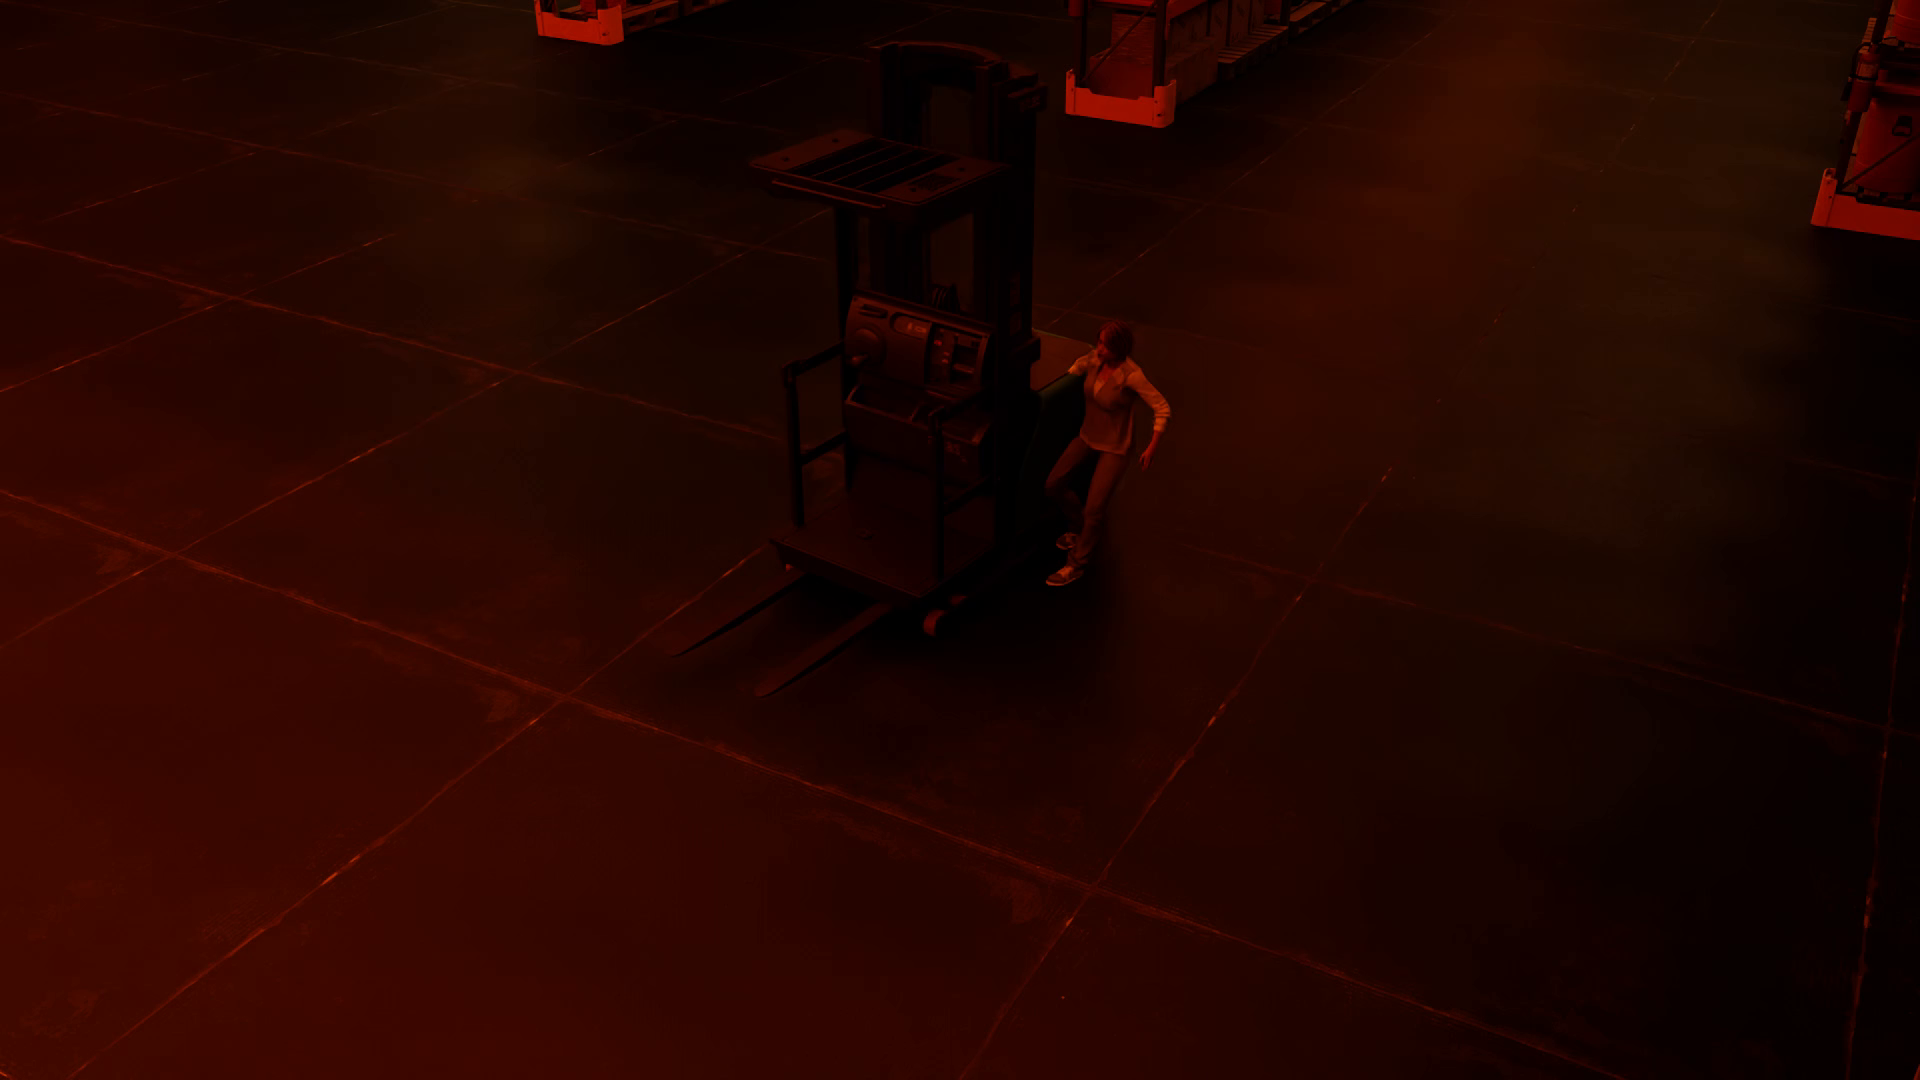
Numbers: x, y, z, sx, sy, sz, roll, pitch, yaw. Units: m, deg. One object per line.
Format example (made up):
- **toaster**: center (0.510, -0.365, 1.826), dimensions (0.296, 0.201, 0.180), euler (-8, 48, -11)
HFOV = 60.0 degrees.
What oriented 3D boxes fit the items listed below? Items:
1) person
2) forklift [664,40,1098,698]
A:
- **person**: center (0.721, -0.495, 9.368), dimensions (0.651, 1.516, 0.794), euler (-20, 35, -30)
- **forklift**: center (-0.360, -1.007, 8.816), dimensions (1.130, 2.935, 3.031), euler (20, 36, 31)
